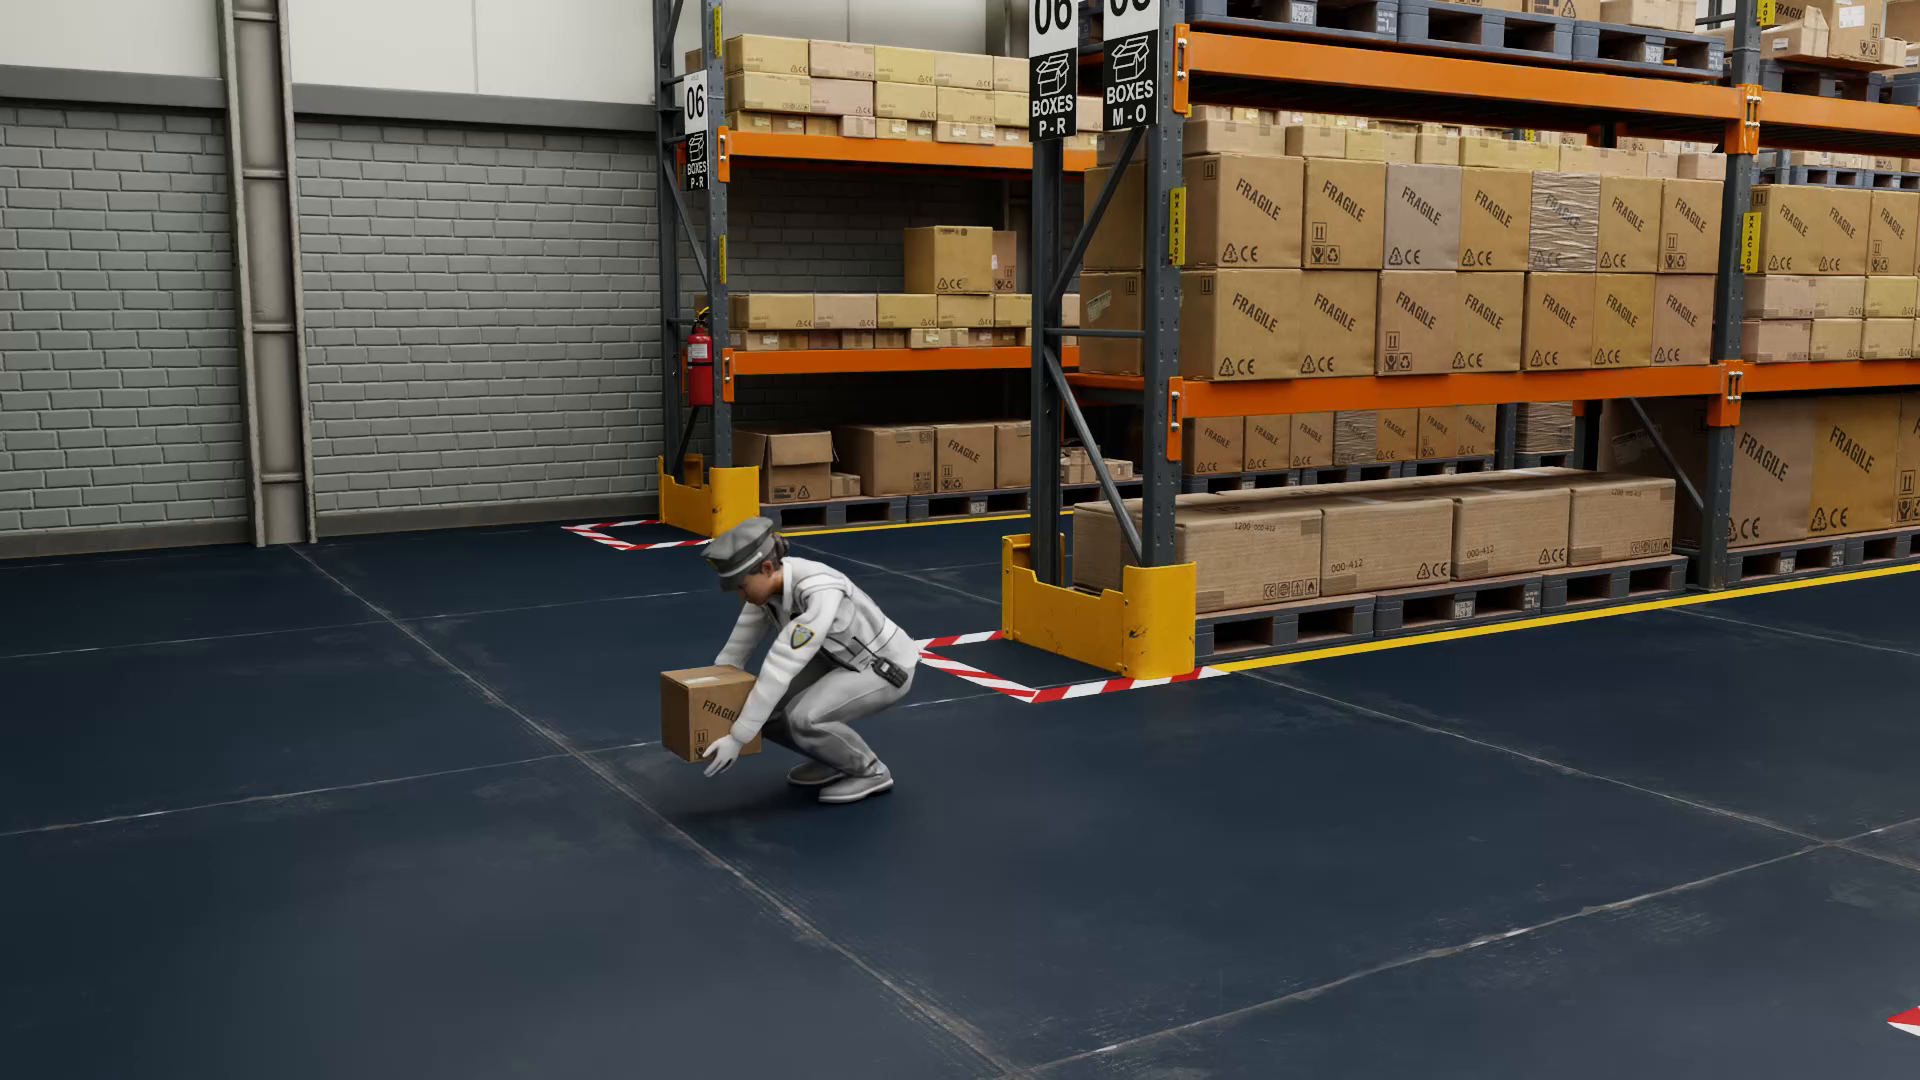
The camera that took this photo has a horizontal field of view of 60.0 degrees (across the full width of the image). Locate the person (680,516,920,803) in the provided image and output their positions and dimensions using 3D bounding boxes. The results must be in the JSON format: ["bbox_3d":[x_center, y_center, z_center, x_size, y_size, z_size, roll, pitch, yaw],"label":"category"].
[{"bbox_3d":[-0.532,0.391,5.585,0.834,0.977,0.469,-5,10,-32],"label":"person"}]
